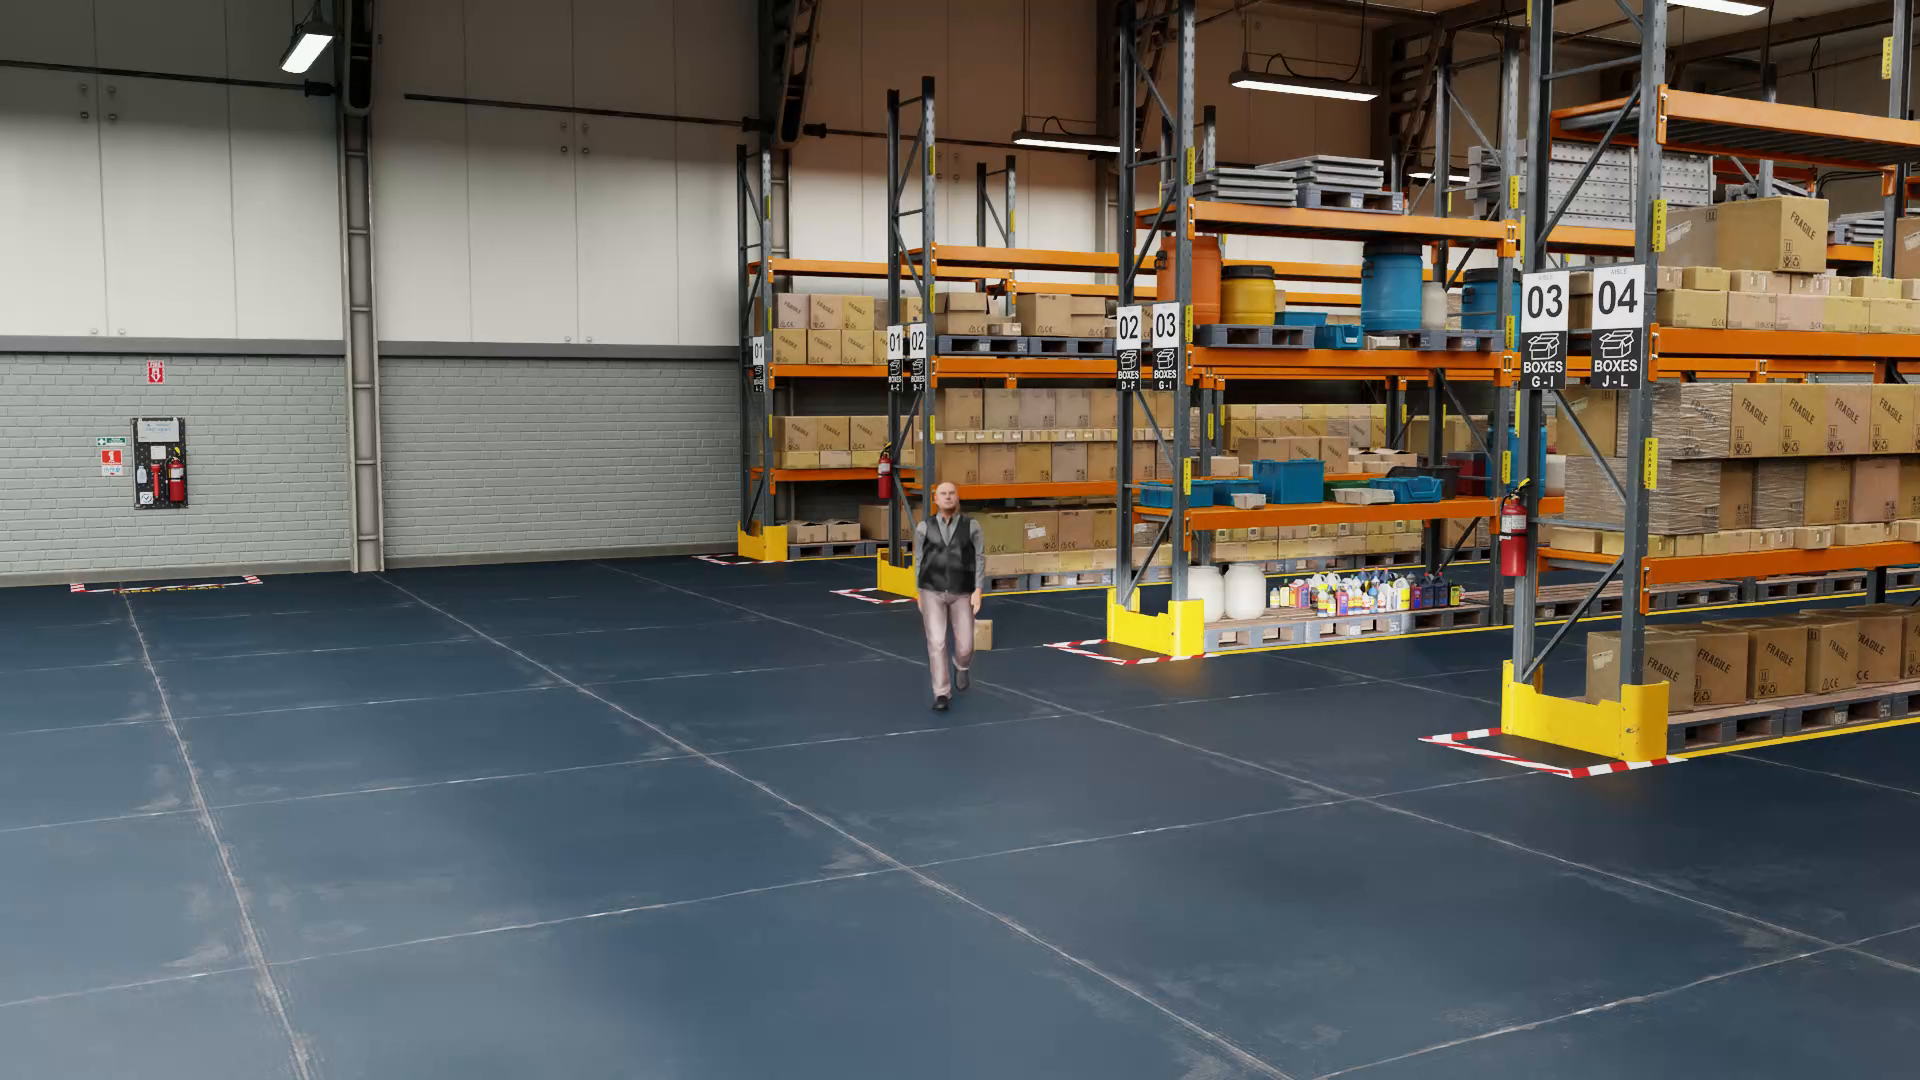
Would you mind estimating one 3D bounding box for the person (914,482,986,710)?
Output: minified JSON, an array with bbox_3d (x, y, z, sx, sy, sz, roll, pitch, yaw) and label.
[{"bbox_3d":[-0.076,0.411,12.610,0.543,1.697,0.751,0,5,0],"label":"person"}]
